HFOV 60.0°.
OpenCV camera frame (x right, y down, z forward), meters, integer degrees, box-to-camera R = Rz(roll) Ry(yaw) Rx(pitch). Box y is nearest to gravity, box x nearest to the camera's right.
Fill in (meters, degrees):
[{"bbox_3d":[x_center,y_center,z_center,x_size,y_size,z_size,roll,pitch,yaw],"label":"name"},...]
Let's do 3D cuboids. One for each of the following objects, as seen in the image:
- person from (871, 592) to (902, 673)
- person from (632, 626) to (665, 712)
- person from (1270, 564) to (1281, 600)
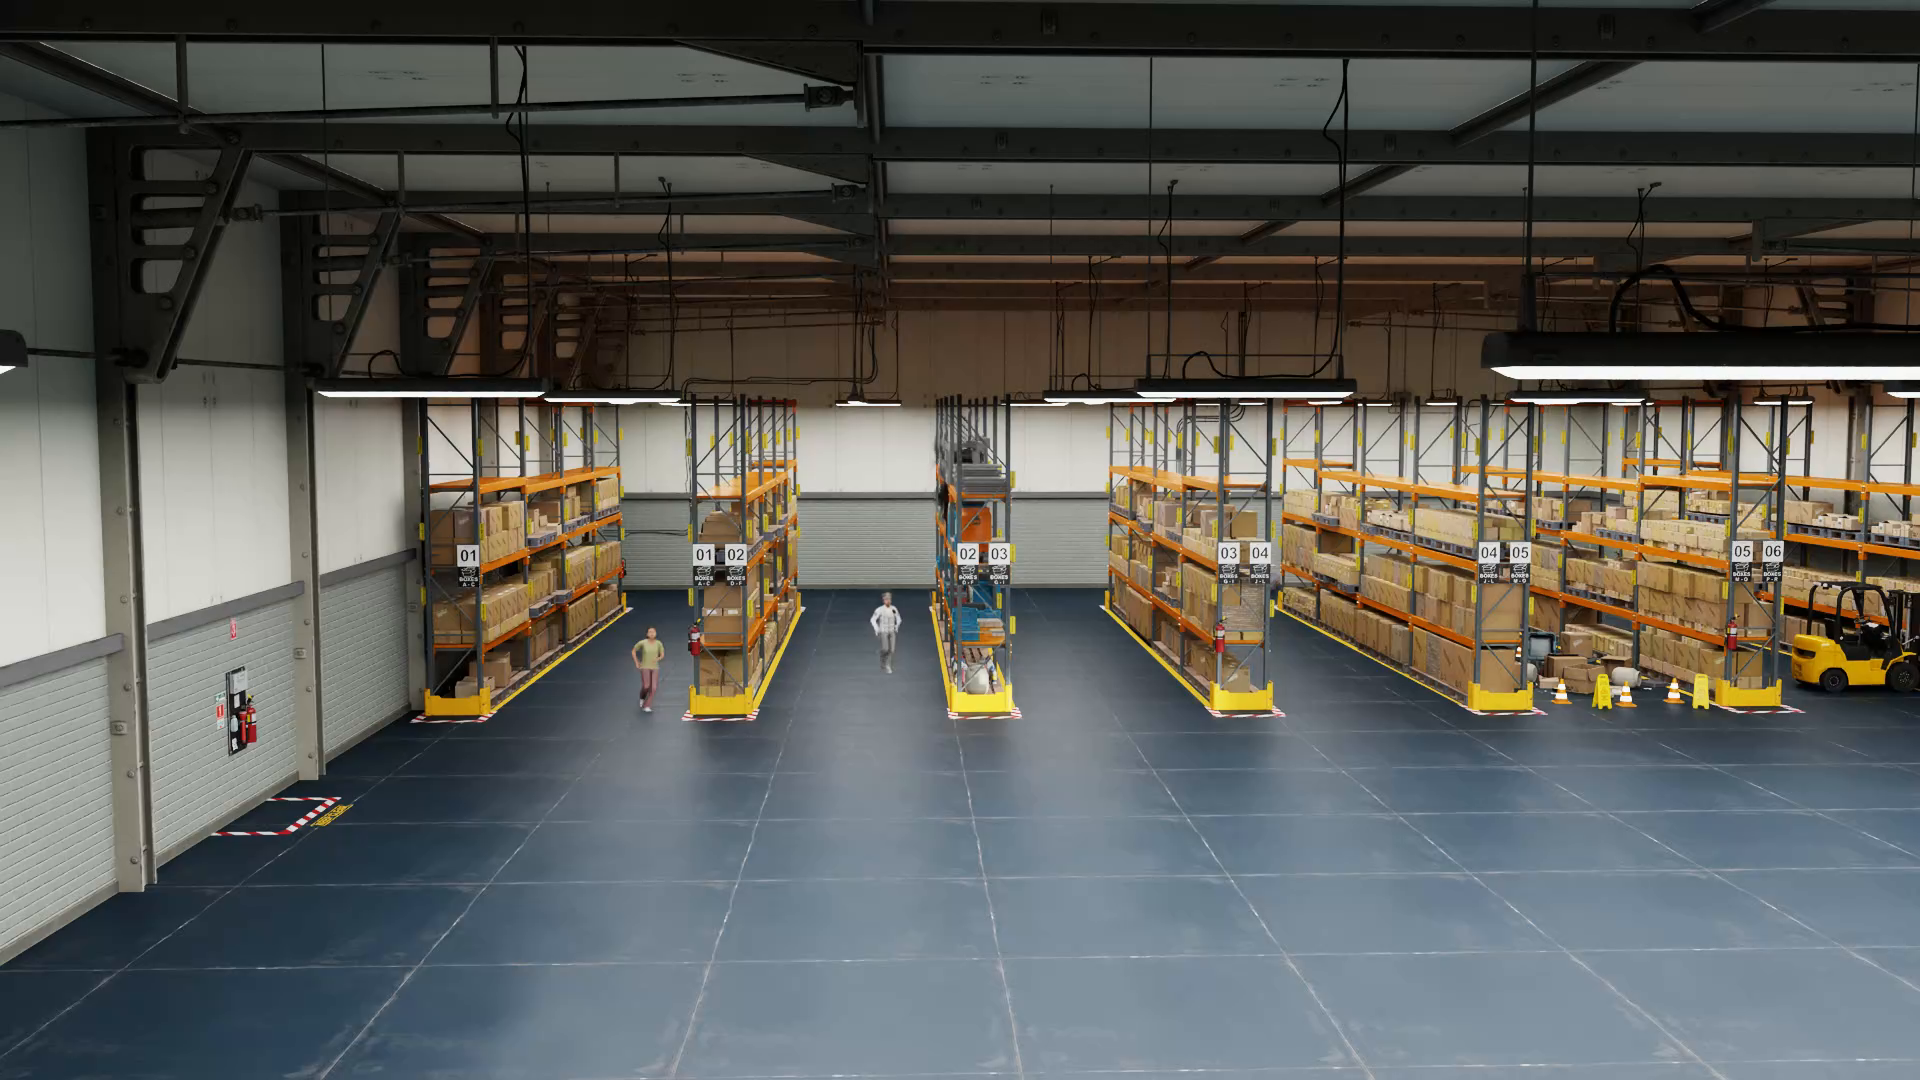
[{"bbox_3d":[-1.493,1.912,34.295,0.618,1.659,0.493,-1,5,-18],"label":"person"},{"bbox_3d":[-5.847,2.439,31.397,0.575,1.613,0.522,-2,5,-28],"label":"person"},{"bbox_3d":[8.248,1.423,44.466,0.592,1.558,0.852,-1,5,-13],"label":"person"}]
